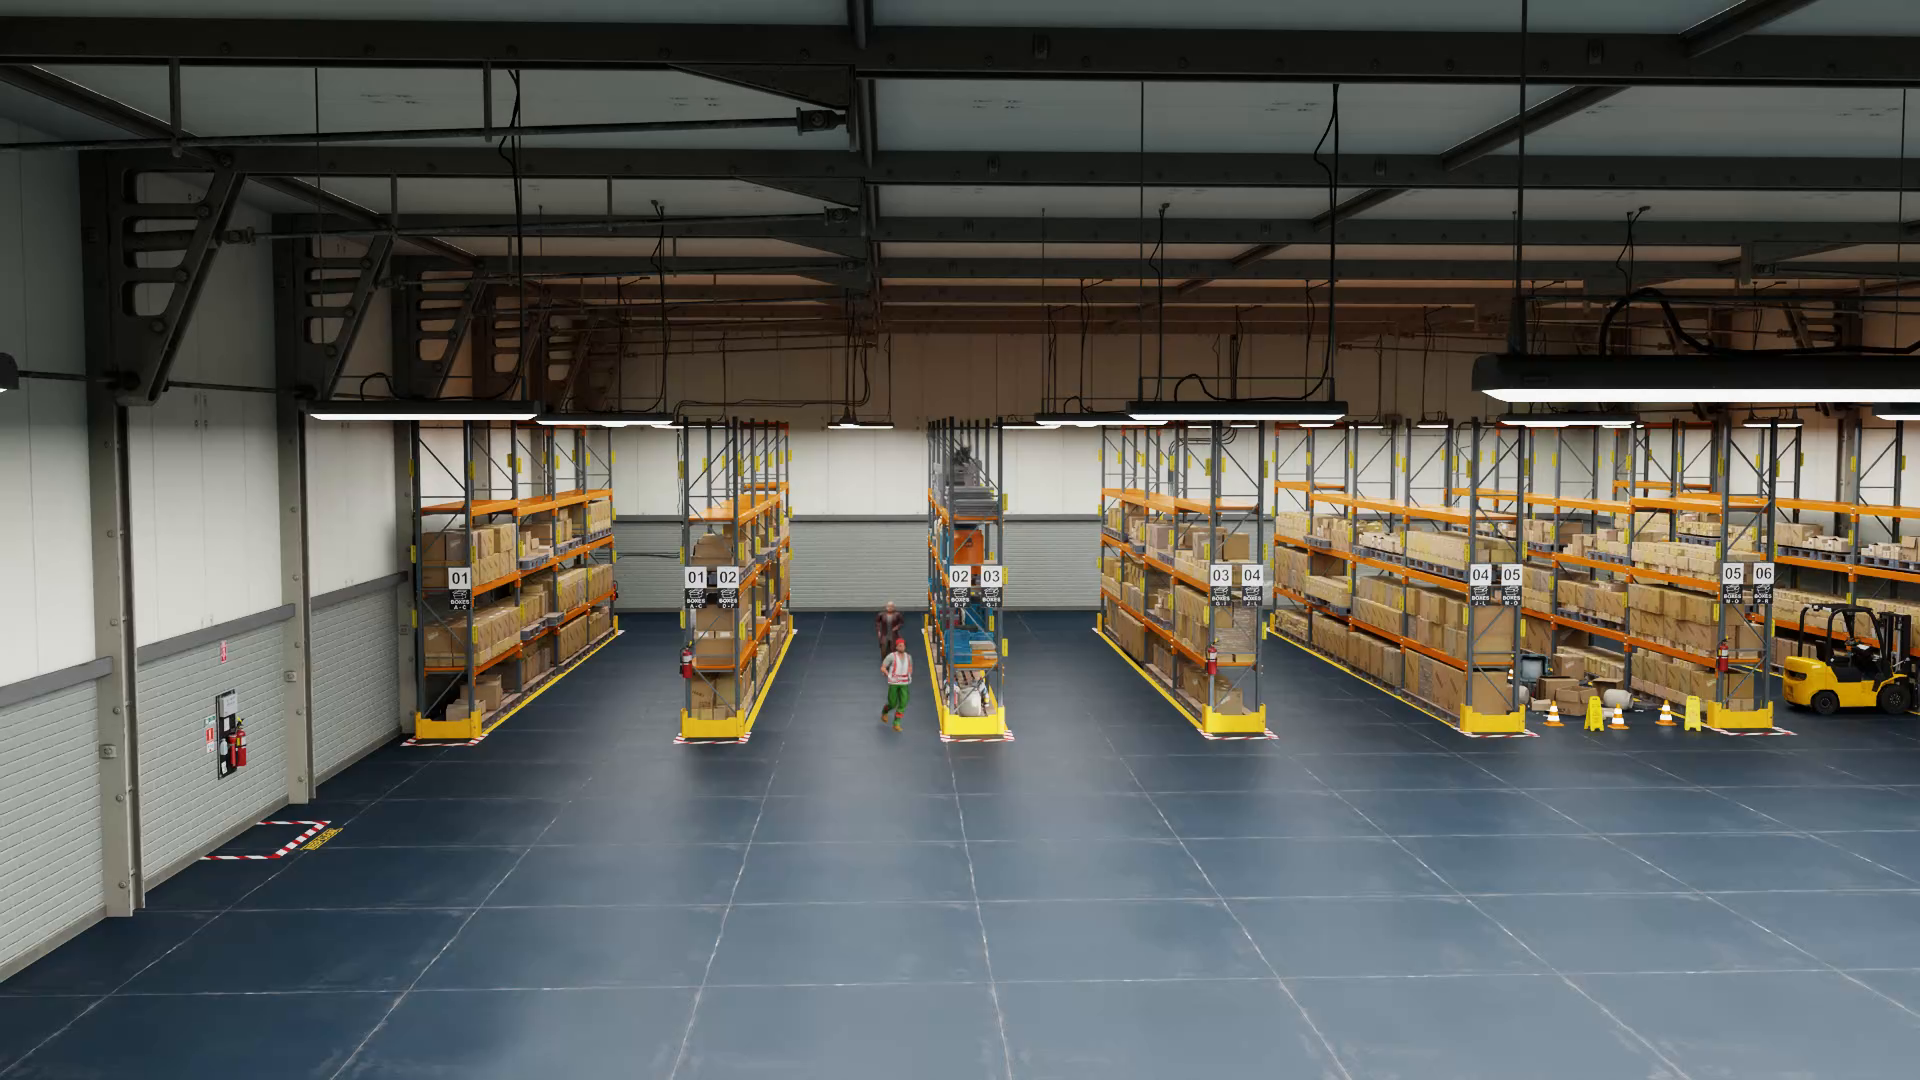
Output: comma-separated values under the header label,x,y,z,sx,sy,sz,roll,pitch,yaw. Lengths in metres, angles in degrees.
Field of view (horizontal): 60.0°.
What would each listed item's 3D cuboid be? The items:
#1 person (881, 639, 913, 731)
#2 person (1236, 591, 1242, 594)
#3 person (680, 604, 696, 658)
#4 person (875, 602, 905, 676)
label,x,y,z,sx,sy,sz,roll,pitch,yaw
person,-1.194,2.767,32.028,0.676,1.755,0.736,-2,4,-23
person,7.784,1.806,47.265,0.672,1.644,0.823,1,4,21
person,-6.635,2.146,41.364,0.710,1.757,0.563,0,4,1
person,-1.641,2.311,38.793,0.699,1.746,0.763,0,4,-2
